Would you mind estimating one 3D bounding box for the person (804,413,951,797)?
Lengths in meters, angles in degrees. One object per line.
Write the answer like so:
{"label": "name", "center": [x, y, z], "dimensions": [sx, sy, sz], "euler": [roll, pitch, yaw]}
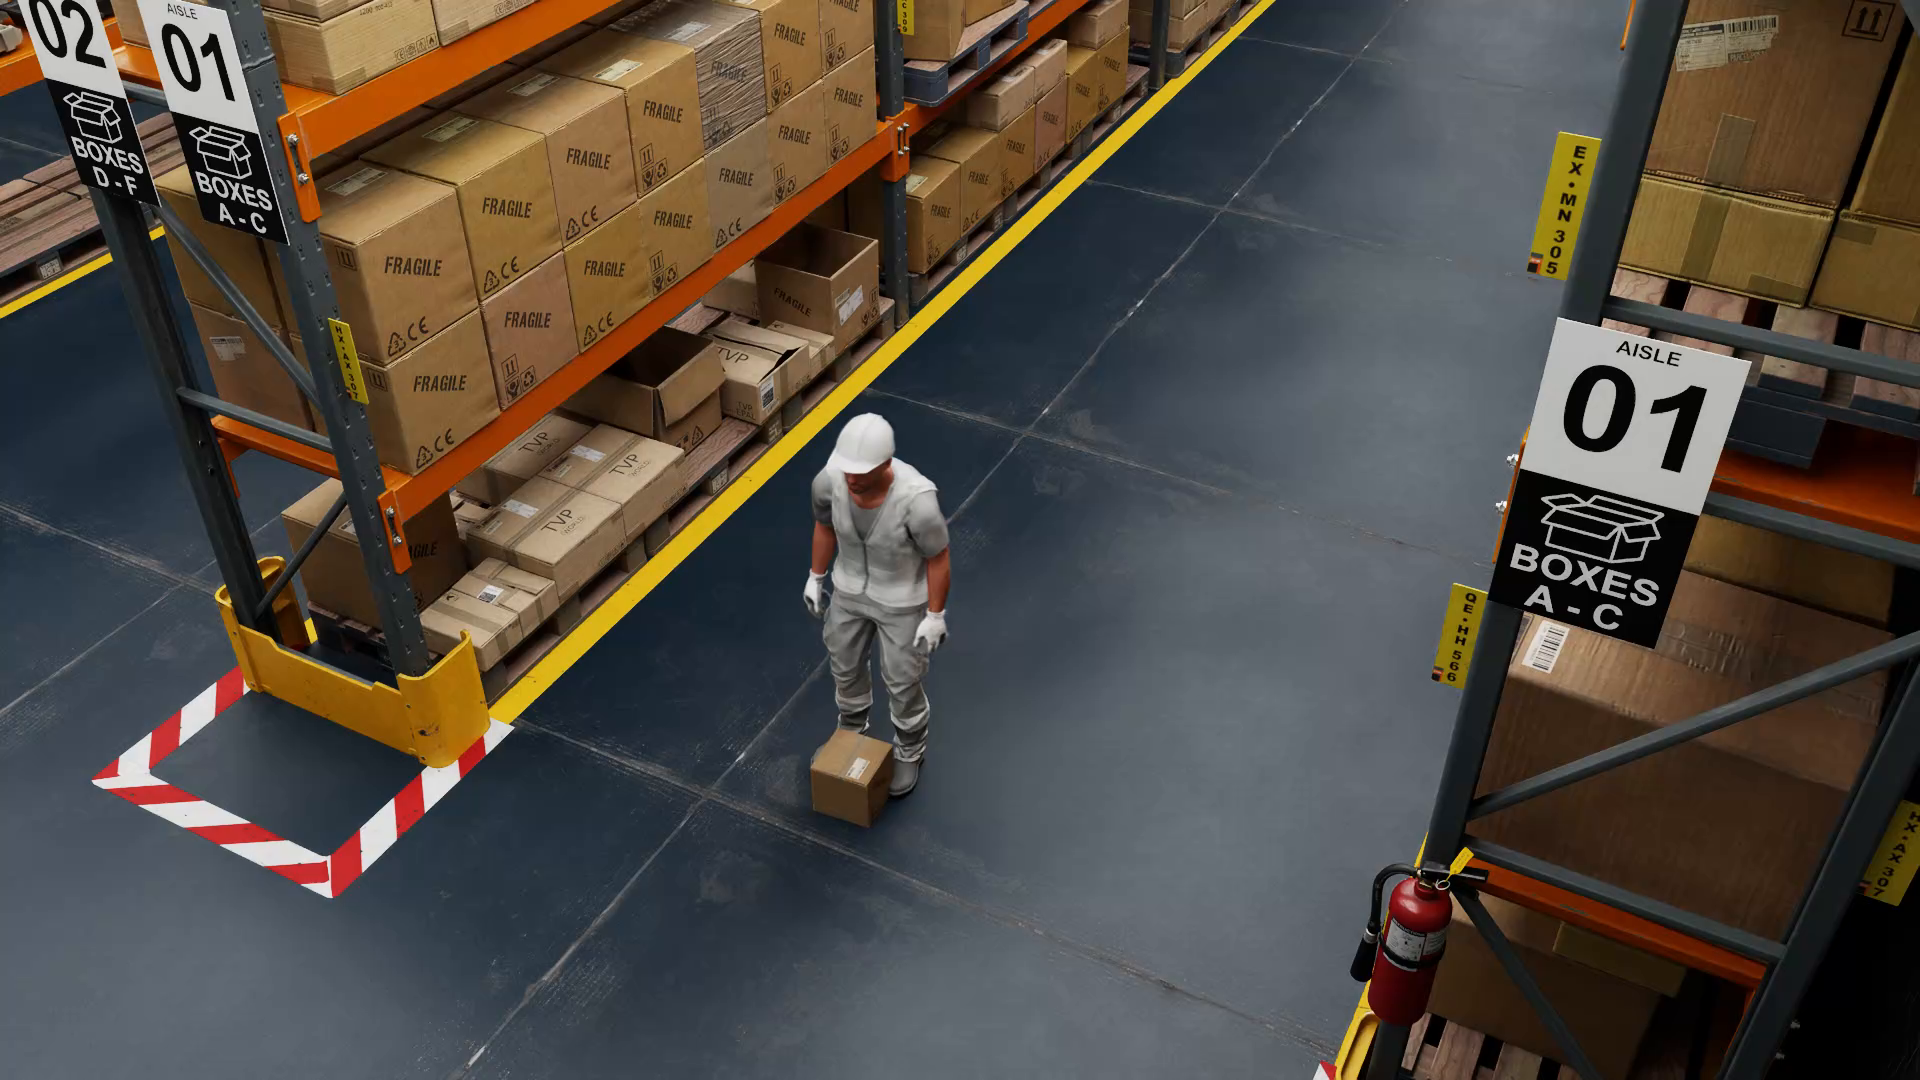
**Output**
{"label": "person", "center": [-0.327, 0.239, 6.428], "dimensions": [0.613, 1.779, 0.455], "euler": [17, 41, 21]}
